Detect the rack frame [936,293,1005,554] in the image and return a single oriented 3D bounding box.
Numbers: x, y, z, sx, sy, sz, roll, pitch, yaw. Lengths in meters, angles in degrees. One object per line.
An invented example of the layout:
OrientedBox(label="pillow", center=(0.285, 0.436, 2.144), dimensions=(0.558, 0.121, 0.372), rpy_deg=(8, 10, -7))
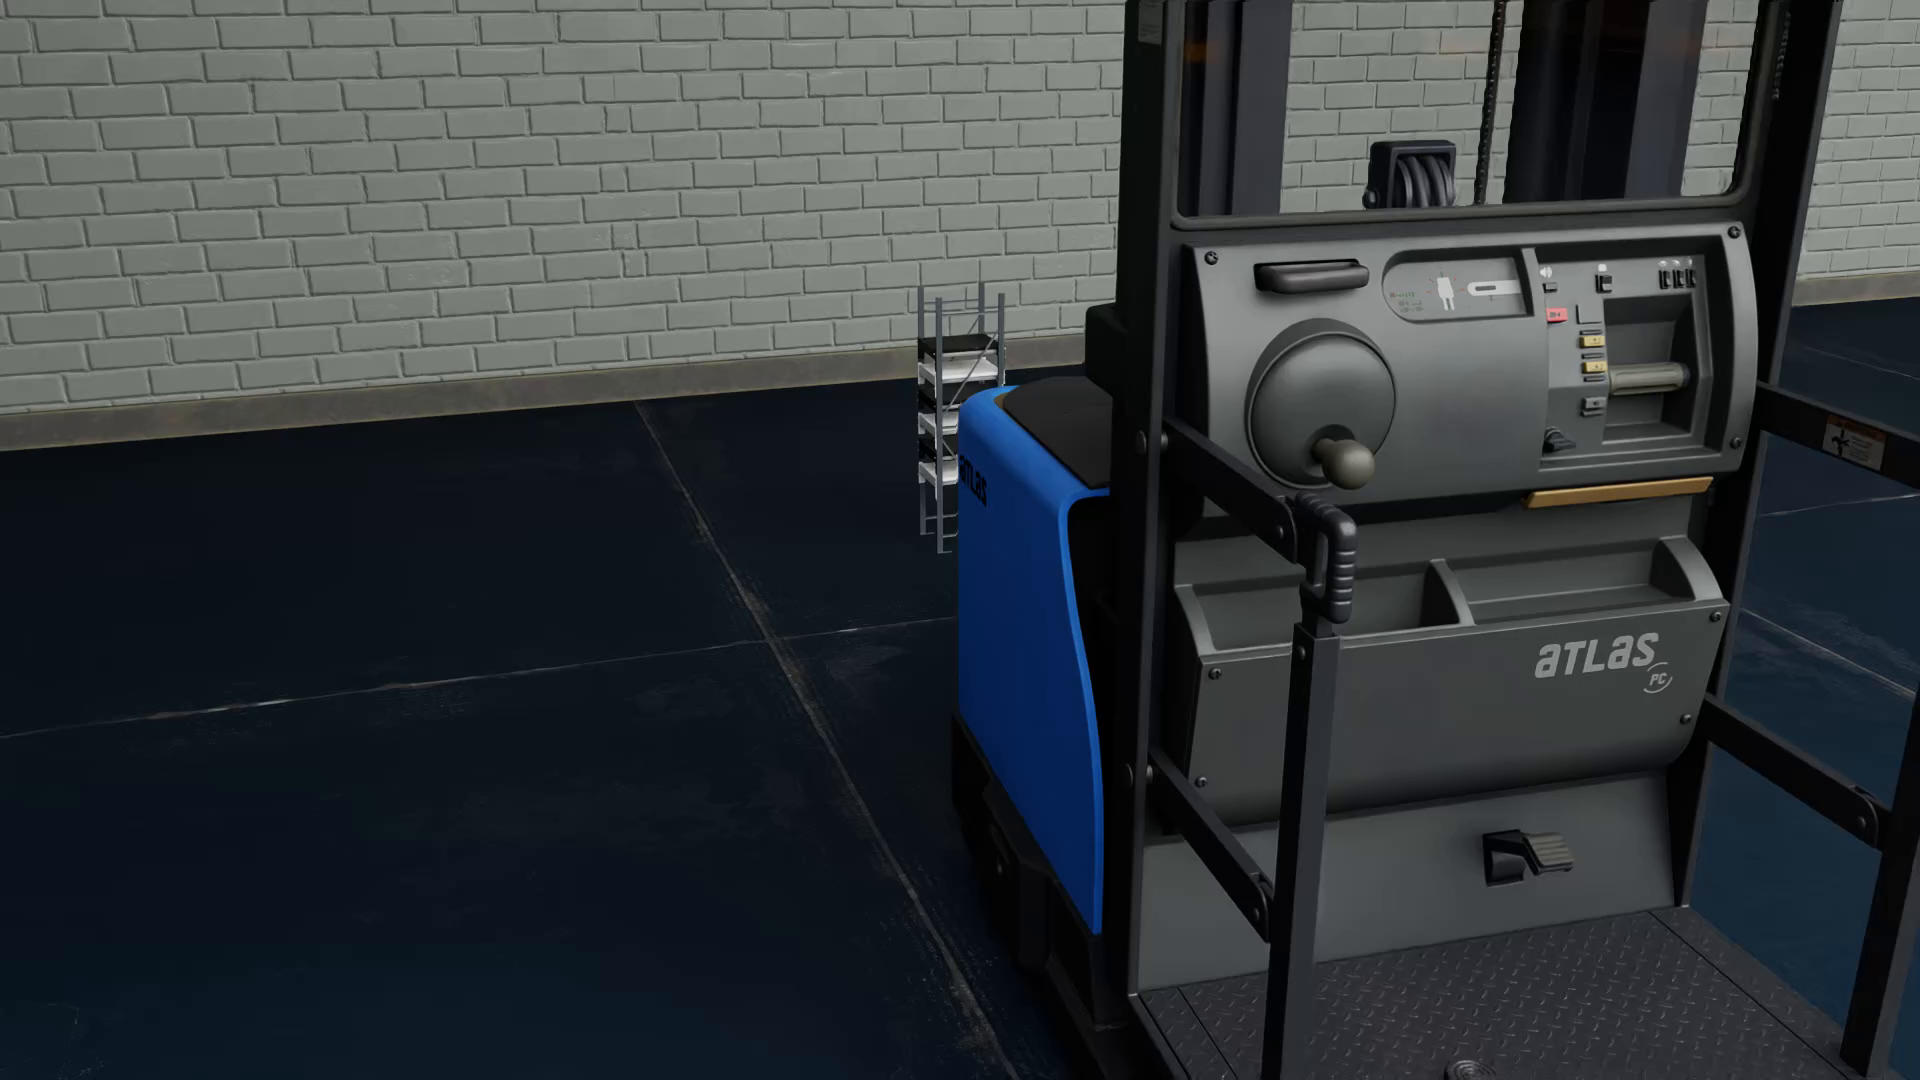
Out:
OrientedBox(label="rack frame", center=(0.034, -0.388, 5.666), dimensions=(0.240, 0.900, 0.006), rpy_deg=(-6, 21, -17))

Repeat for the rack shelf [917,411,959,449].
OrientedBox(label="rack shelf", center=(0.003, -0.390, 5.768), dimensions=(0.258, 0.077, 0.200), rpy_deg=(-6, 21, -17))

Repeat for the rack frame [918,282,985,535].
OrientedBox(label="rack frame", center=(-0.029, -0.454, 5.848), dimensions=(0.240, 0.900, 0.006), rpy_deg=(-6, 21, -17))

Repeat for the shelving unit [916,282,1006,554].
OrientedBox(label="shelving unit", center=(0.003, -0.421, 5.757), dimensions=(0.258, 0.900, 0.210), rpy_deg=(-6, 21, -17))

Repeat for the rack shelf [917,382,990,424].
OrientedBox(label="rack shelf", center=(0.003, -0.474, 5.738), dimensions=(0.258, 0.077, 0.200), rpy_deg=(-6, 21, -17))

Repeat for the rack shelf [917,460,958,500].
OrientedBox(label="rack shelf", center=(0.003, -0.220, 5.829), dimensions=(0.258, 0.077, 0.200), rpy_deg=(-6, 21, -17))

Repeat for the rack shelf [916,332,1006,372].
OrientedBox(label="rack shelf", center=(0.003, -0.644, 5.677), dimensions=(0.258, 0.077, 0.200), rpy_deg=(-6, 21, -17))

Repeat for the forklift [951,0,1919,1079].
OrientedBox(label="forklift", center=(0.850, -0.268, 2.326), dimensions=(1.130, 2.935, 3.031), rpy_deg=(-5, 20, -14))

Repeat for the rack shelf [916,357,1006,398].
OrientedBox(label="rack shelf", center=(0.003, -0.559, 5.708), dimensions=(0.258, 0.077, 0.200), rpy_deg=(-6, 21, -17))

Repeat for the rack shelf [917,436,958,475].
OrientedBox(label="rack shelf", center=(0.003, -0.305, 5.799), dimensions=(0.258, 0.077, 0.200), rpy_deg=(-6, 21, -17))
